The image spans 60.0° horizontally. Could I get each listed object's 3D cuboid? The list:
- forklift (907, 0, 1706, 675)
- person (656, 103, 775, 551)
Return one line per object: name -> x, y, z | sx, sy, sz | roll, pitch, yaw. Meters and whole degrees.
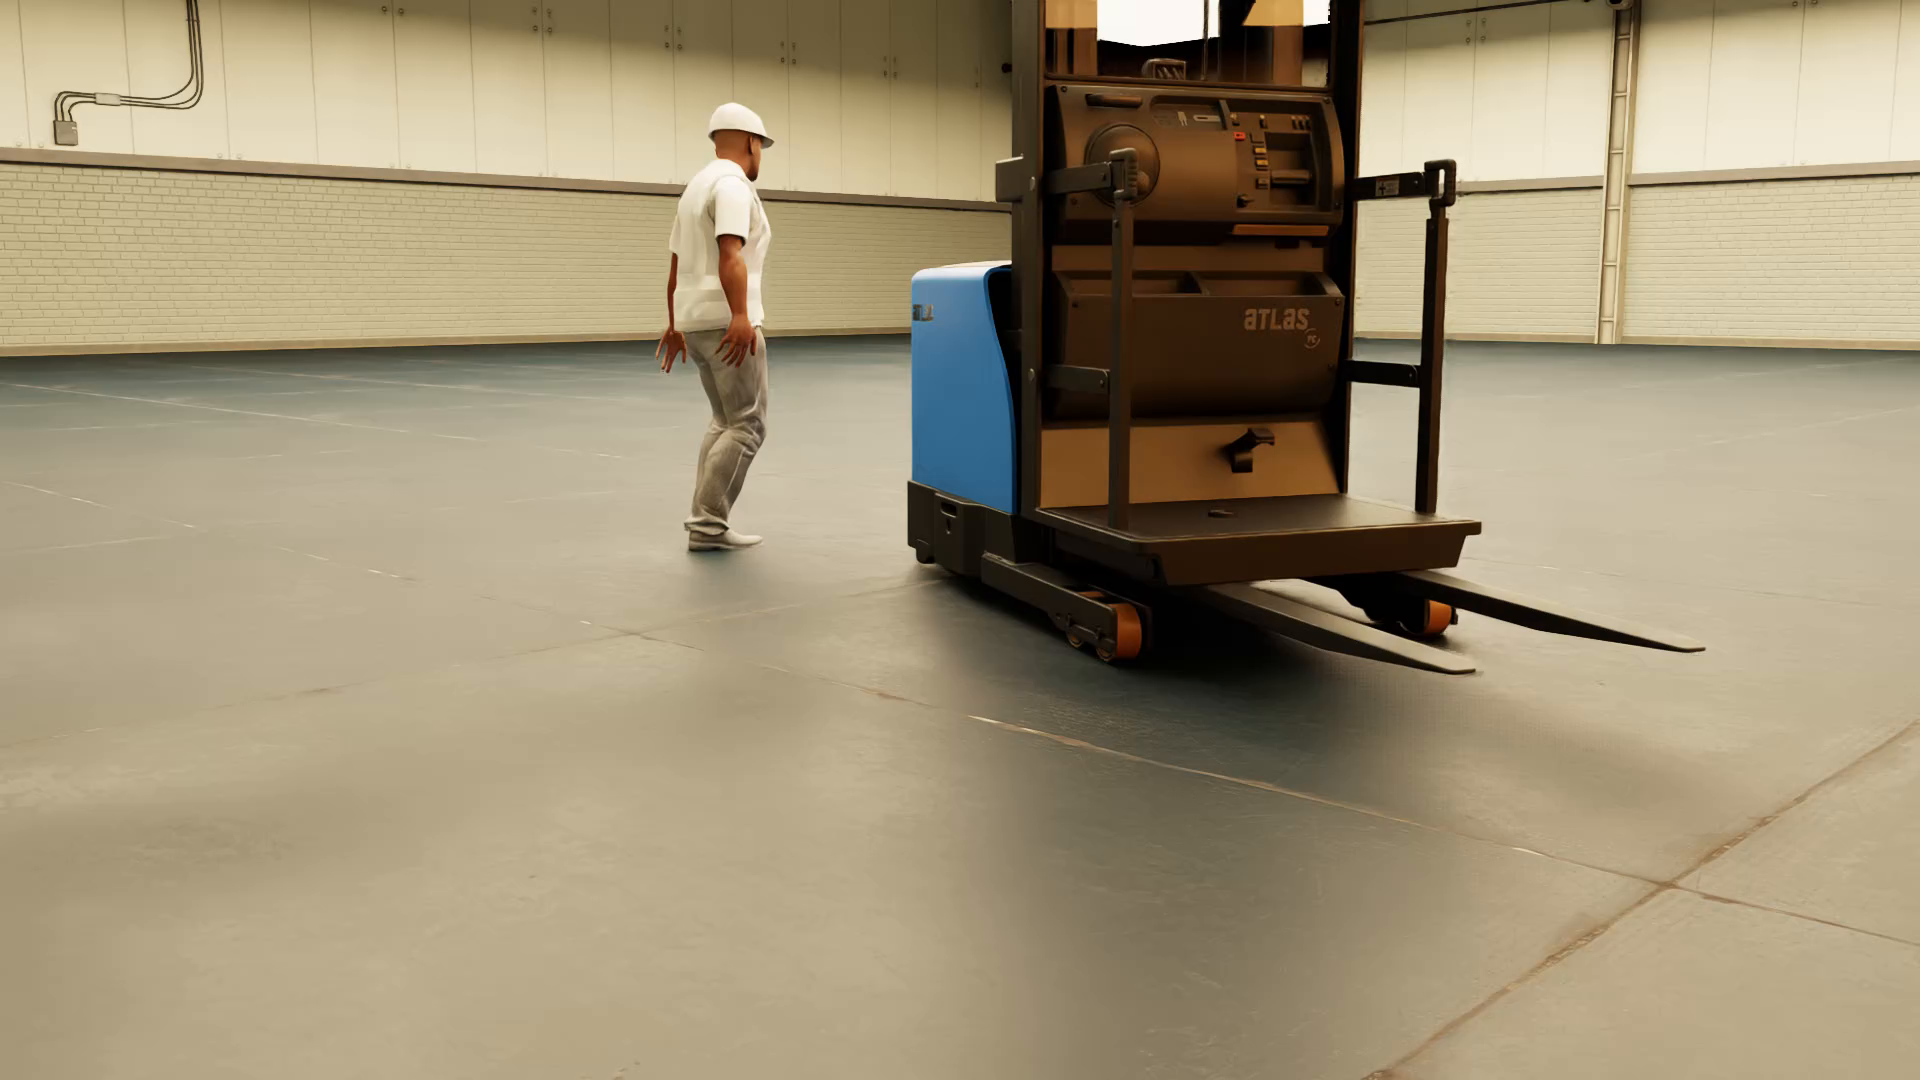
forklift -> 0.798, -1.186, 4.749 | 1.130, 2.935, 3.031 | -3, 9, -20
person -> -0.915, -0.839, 6.545 | 0.472, 1.733, 0.893 | -4, 10, -27
